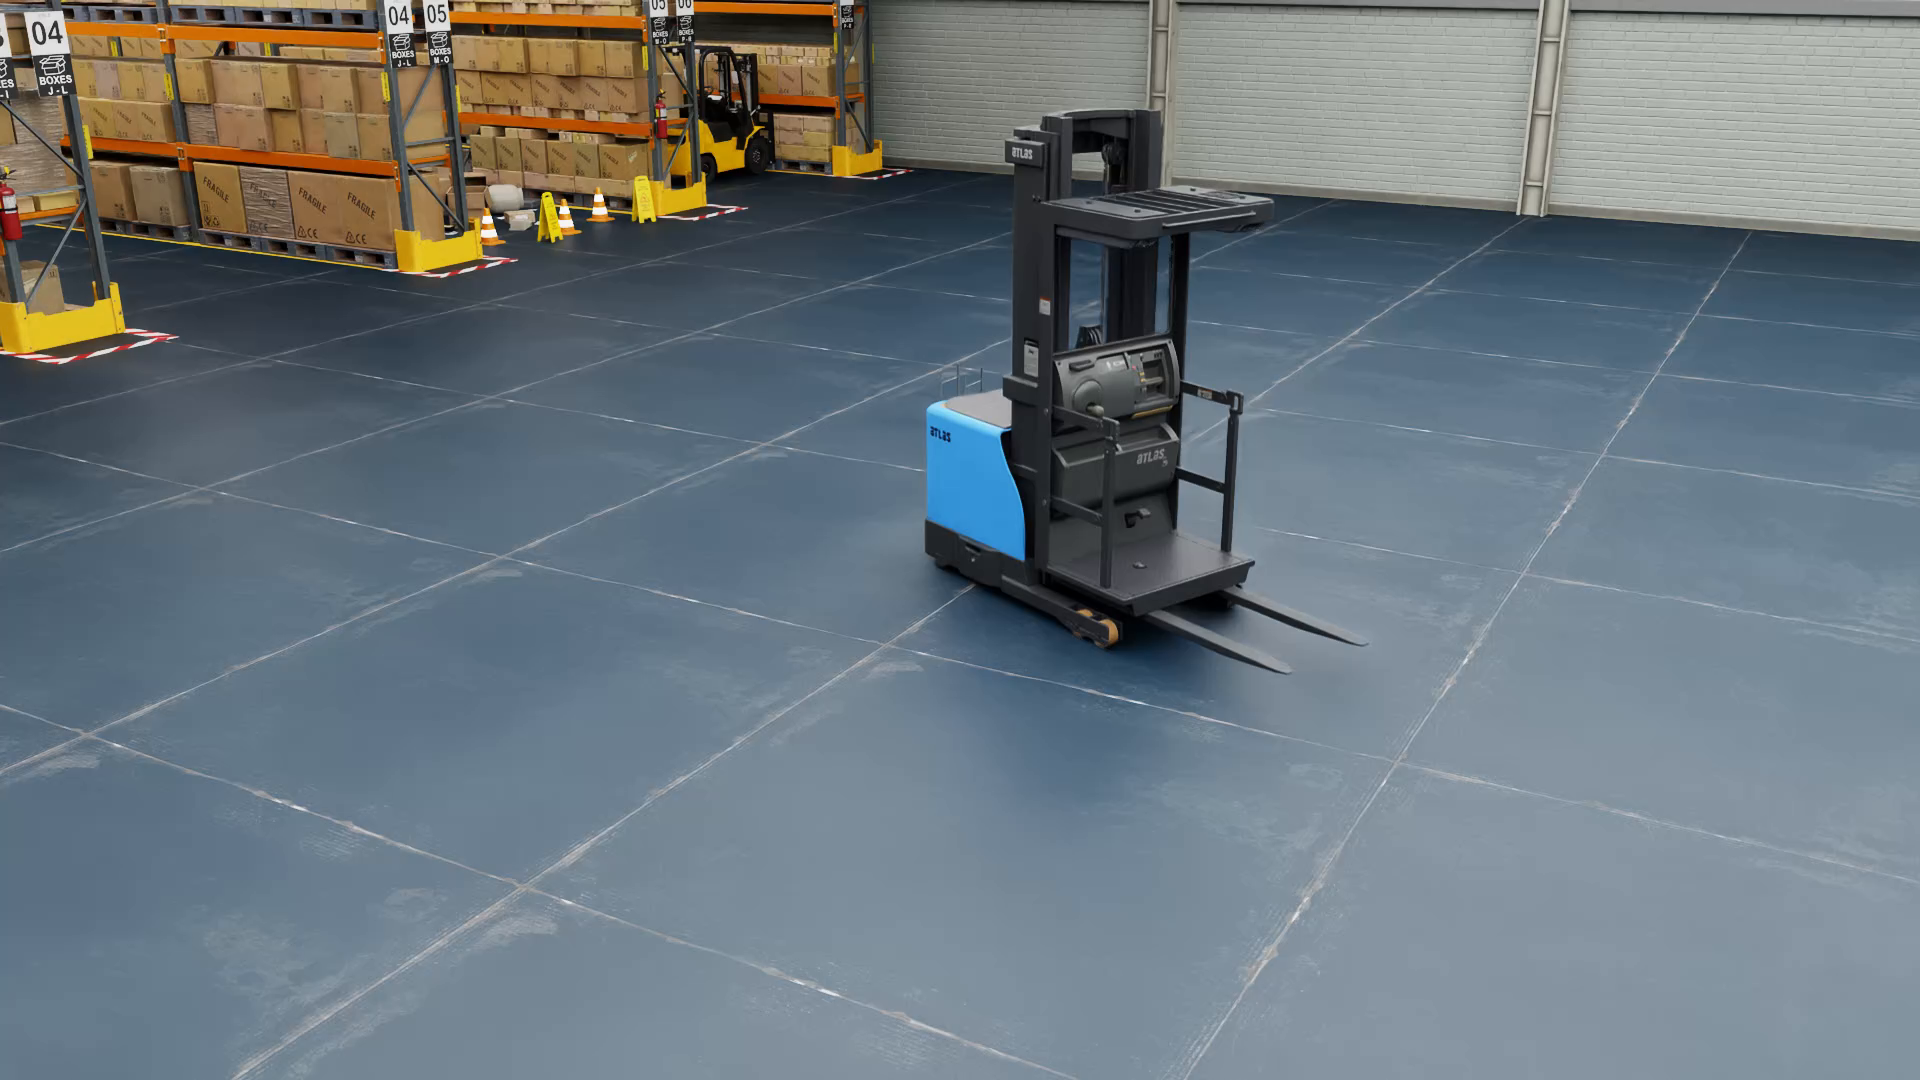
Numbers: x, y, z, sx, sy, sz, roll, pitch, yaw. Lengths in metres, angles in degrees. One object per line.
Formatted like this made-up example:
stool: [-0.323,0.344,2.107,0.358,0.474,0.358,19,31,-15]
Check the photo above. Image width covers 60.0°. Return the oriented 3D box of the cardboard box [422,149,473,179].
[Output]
cardboard box: [-8.179,-6.099,27.017,0.625,0.372,0.950,11,23,28]

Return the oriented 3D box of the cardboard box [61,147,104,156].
cardboard box: [-13.050,-5.237,24.086,0.750,0.750,1.050,10,22,27]

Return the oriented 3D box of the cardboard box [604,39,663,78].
cardboard box: [-4.780,-7.062,24.385,0.500,0.500,0.700,10,22,26]

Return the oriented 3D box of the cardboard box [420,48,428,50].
cardboard box: [-8.852,-7.767,27.180,0.500,0.500,0.500,11,22,27]

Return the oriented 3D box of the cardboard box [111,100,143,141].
cardboard box: [-11.073,-5.698,22.527,0.500,0.500,0.500,11,22,27]

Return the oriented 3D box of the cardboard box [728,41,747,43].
cardboard box: [-3.974,-8.891,29.942,0.250,0.149,0.380,10,22,26]

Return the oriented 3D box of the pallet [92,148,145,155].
pallet: [-15.330,-7.219,30.958,1.213,0.211,1.003,11,23,27]

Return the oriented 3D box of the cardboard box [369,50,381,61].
cardboard box: [-9.116,-7.613,26.754,0.500,0.500,0.500,12,23,29]

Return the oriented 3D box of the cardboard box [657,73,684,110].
cardboard box: [-4.506,-6.733,24.945,0.500,0.500,0.500,10,22,26]

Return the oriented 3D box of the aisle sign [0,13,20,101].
aisle sign: [-9.153,-4.557,15.717,0.004,0.787,0.394,11,23,27]

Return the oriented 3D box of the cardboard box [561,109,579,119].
cardboard box: [-5.810,-6.457,25.136,0.250,0.149,0.380,11,22,27]

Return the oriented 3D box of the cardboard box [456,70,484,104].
cardboard box: [-7.472,-7.081,25.904,0.500,0.500,0.500,11,23,27]

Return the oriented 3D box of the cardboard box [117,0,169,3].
cardboard box: [-10.741,-7.214,21.911,0.500,0.250,0.500,11,23,28]

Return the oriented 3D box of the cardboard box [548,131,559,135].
cardboard box: [-6.628,-6.205,26.388,0.500,0.500,0.500,11,23,28]

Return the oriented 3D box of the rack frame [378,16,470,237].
rack frame: [-6.554,-4.894,20.459,0.127,3.000,1.000,11,23,27]

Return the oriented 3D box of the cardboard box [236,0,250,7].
cardboard box: [-8.781,-6.723,20.708,0.250,0.149,0.380,11,23,27]

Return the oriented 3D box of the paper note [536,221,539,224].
paper note: [-6.024,-4.554,23.874,0.142,0.019,0.148,3,20,9]

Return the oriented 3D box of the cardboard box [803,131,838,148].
cardboard box: [-2.388,-6.991,28.922,0.500,0.250,0.500,10,22,27]

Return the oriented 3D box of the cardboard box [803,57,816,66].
cardboard box: [-2.487,-8.223,28.537,0.250,0.149,0.380,11,23,28]

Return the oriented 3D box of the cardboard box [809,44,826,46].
cardboard box: [-2.449,-8.568,29.051,0.250,0.149,0.380,11,23,28]

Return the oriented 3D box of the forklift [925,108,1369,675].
forklift: [1.065,-0.942,9.663,1.130,2.935,3.031,-15,25,-35]

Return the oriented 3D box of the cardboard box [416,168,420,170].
cardboard box: [-8.562,-5.696,25.224,0.500,0.500,0.500,11,23,27]

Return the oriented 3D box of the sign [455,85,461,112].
sign: [-6.278,-5.503,20.751,0.005,0.325,0.100,11,23,27]

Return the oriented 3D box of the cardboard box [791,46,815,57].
cardboard box: [-2.698,-8.419,28.642,0.250,0.149,0.380,11,23,28]

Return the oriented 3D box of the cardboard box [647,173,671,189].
cardboard box: [-4.797,-5.506,25.562,0.500,0.250,0.500,11,22,27]

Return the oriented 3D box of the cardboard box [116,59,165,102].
cardboard box: [-10.932,-6.242,22.562,0.500,0.500,0.700,10,22,26]

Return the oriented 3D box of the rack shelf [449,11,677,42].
rack shelf: [-5.974,-7.789,25.096,4.000,0.370,1.077,11,23,27]

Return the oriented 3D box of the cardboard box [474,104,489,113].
cardboard box: [-7.356,-6.758,25.964,0.250,0.149,0.380,12,23,29]

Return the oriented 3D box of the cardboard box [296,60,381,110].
cardboard box: [-7.807,-5.743,20.996,0.550,0.550,0.875,11,23,27]

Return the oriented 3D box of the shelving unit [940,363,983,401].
shelving unit: [0.010,-0.563,11.159,0.189,1.200,0.258,12,23,29]

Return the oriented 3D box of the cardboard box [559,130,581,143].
cardboard box: [-5.855,-6.131,25.233,0.250,0.149,0.380,12,23,30]

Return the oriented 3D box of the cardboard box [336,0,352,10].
cardboard box: [-7.229,-6.427,19.892,0.250,0.149,0.380,11,23,28]

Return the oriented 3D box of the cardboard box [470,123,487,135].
cardboard box: [-9.269,-8.222,32.683,0.500,0.500,0.500,12,23,29]

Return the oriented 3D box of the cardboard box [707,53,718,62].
cardboard box: [-4.277,-8.564,29.478,0.250,0.149,0.380,11,22,27]

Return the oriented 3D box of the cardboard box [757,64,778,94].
cardboard box: [-3.264,-8.088,29.117,0.500,0.500,0.500,10,22,26]

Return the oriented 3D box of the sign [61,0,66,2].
sign: [-8.797,-5.417,16.220,0.005,0.325,0.100,11,23,27]

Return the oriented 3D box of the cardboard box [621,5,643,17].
cardboard box: [-4.676,-7.653,24.033,0.250,0.149,0.380,11,23,28]

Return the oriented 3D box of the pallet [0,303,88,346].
pallet: [-9.819,-2.282,17.347,1.213,0.211,1.003,11,23,27]

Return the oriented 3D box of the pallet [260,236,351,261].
pallet: [-8.351,-3.896,21.797,1.213,0.211,1.003,11,23,27]

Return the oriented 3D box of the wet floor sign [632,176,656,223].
wet floor sign: [-4.584,-4.928,24.004,0.267,0.644,0.232,-16,26,-38]

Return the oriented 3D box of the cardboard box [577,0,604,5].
cardboard box: [-5.238,-7.957,24.288,0.500,0.250,0.500,10,22,27]

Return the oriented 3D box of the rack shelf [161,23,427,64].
rack shelf: [-8.300,-6.299,20.987,4.000,0.370,1.077,11,23,27]

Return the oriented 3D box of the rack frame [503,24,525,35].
rack frame: [-8.795,-9.194,32.311,0.127,3.000,1.000,11,23,27]

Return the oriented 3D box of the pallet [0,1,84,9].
pallet: [-12.950,-7.455,23.396,1.003,0.211,1.213,12,23,30]

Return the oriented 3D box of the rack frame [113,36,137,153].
rack frame: [-14.704,-8.380,30.069,0.127,3.000,1.000,11,23,27]

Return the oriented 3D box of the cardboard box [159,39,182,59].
cardboard box: [-13.566,-8.578,29.002,0.500,0.500,0.500,10,22,26]

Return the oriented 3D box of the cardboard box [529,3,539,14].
cardboard box: [-6.220,-7.960,24.880,0.250,0.149,0.380,11,23,28]

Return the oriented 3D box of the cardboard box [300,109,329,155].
cardboard box: [-7.818,-5.229,21.161,0.550,0.550,0.875,11,23,27]

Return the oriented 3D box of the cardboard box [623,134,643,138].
cardboard box: [-5.764,-7.693,31.040,0.625,0.625,0.875,12,23,30]

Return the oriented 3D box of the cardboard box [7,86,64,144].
cardboard box: [-9.408,-4.264,16.672,0.500,0.500,0.500,11,23,27]

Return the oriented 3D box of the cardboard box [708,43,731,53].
cardboard box: [-4.255,-8.714,29.455,0.250,0.149,0.380,10,22,26]
